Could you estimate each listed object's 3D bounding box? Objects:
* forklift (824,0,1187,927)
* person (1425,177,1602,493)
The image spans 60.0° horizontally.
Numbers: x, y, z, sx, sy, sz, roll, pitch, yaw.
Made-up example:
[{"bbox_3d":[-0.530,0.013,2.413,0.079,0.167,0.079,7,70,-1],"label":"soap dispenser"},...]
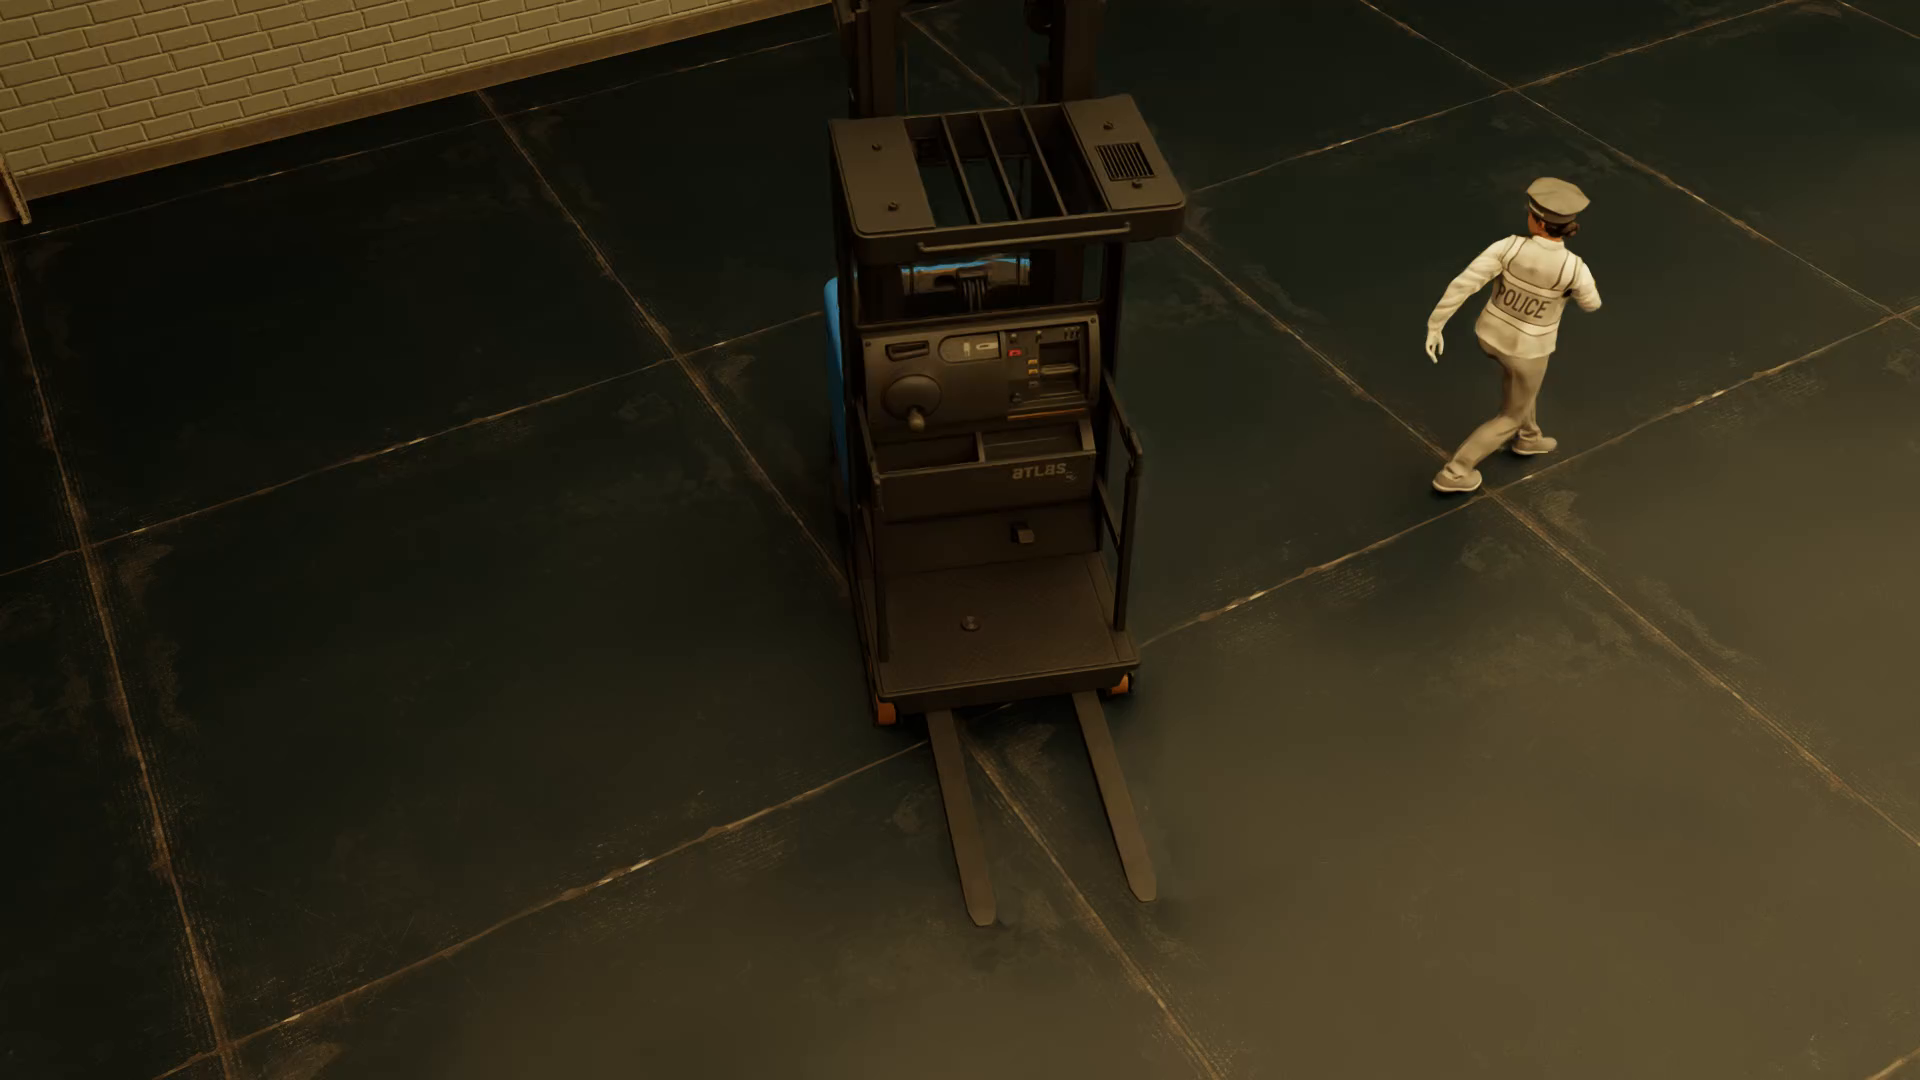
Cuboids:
[{"bbox_3d":[0.127,-0.565,6.307,1.130,2.935,3.031,-7,43,-7],"label":"forklift"},{"bbox_3d":[2.601,-0.933,7.722,0.897,1.611,0.506,-26,49,-25],"label":"person"}]
